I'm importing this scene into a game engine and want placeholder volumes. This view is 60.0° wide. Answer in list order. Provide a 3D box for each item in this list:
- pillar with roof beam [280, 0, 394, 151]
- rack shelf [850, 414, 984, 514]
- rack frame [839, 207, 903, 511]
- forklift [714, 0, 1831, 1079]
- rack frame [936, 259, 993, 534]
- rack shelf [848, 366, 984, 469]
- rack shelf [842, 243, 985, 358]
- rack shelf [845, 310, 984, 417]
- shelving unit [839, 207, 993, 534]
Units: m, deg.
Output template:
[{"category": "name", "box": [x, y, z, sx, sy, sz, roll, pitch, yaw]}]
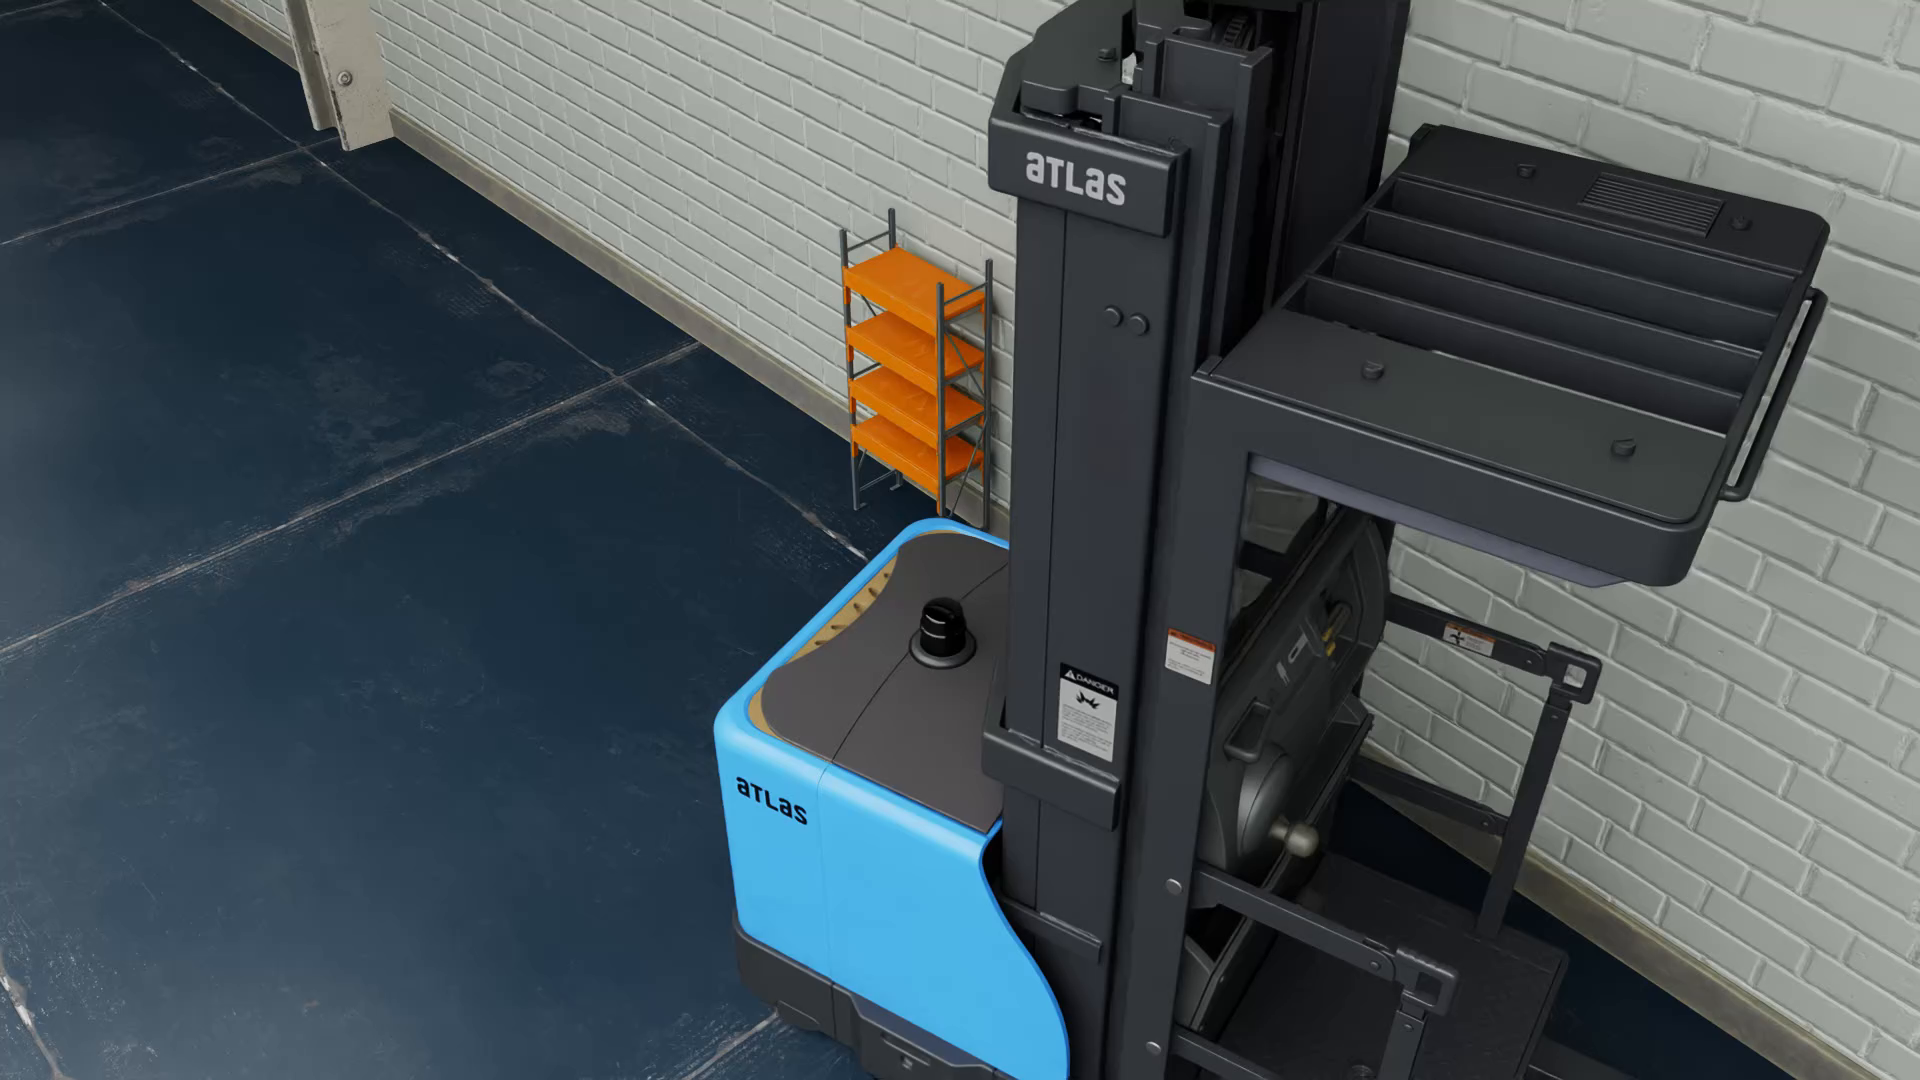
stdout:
[{"category": "pillar with roof beam", "box": [-6.433, -3.884, 3.897, 9.100, 9.000, 0.400, -30, 48, -32]}, {"category": "rack shelf", "box": [-0.150, -0.314, 6.106, 0.258, 0.148, 0.480, -30, 48, -32]}, {"category": "rack frame", "box": [-0.317, -0.633, 6.078, 0.240, 1.200, 0.015, -30, 48, -32]}, {"category": "forklift", "box": [0.908, 0.353, 3.481, 3.031, 2.935, 1.130, 21, 43, 24]}, {"category": "rack frame", "box": [0.017, -0.409, 5.801, 0.240, 1.200, 0.015, -30, 48, -32]}, {"category": "rack shelf", "box": [-0.150, -0.468, 5.982, 0.258, 0.148, 0.480, -30, 48, -32]}, {"category": "rack shelf", "box": [-0.150, -0.826, 5.692, 0.258, 0.148, 0.480, -30, 48, -32]}, {"category": "rack shelf", "box": [-0.150, -0.642, 5.841, 0.258, 0.148, 0.480, -30, 48, -32]}, {"category": "shelving unit", "box": [-0.150, -0.521, 5.939, 0.258, 1.200, 0.503, -30, 48, -32]}]
